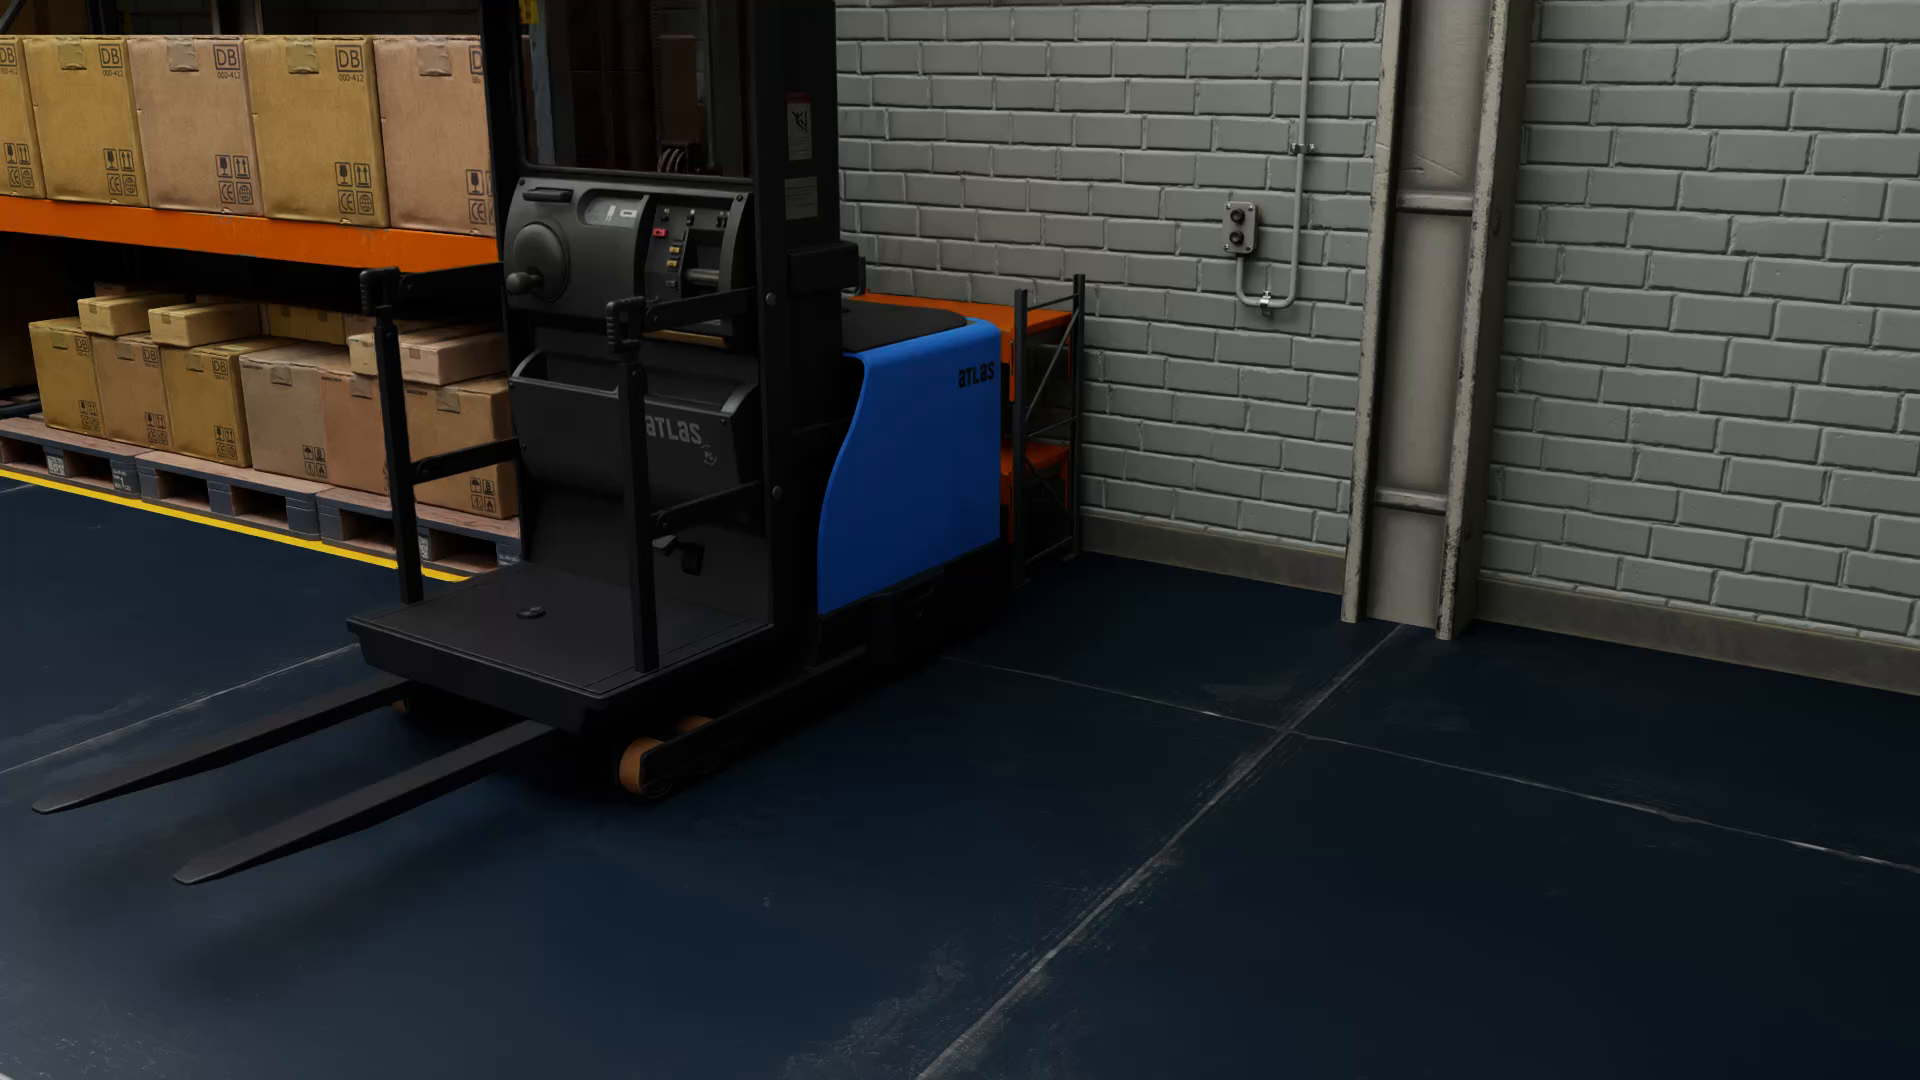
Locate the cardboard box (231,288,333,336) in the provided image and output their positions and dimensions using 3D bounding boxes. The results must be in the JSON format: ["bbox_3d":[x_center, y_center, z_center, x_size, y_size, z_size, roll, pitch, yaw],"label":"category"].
[{"bbox_3d":[-3.101,-1.050,7.638,0.250,0.149,0.380,10,20,31],"label":"cardboard box"}]

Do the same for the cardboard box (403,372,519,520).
[{"bbox_3d":[-1.795,-0.439,6.743,0.500,0.500,0.700,10,20,30],"label":"cardboard box"}]

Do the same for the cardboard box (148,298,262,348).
[{"bbox_3d":[-3.330,-0.960,7.343,0.250,0.149,0.380,9,19,28],"label":"cardboard box"}]

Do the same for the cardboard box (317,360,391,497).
[{"bbox_3d":[-2.222,-0.515,6.993,0.500,0.500,0.700,10,20,30],"label":"cardboard box"}]

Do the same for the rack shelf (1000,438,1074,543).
[{"bbox_3d":[-0.098,-0.261,6.647,1.000,0.278,0.538,10,20,30],"label":"rack shelf"}]

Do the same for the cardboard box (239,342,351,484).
[{"bbox_3d":[-2.651,-0.591,7.244,0.500,0.500,0.700,9,19,28],"label":"cardboard box"}]

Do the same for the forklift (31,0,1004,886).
[{"bbox_3d":[-1.098,-0.852,4.645,1.130,2.935,3.031,11,20,33],"label":"forklift"}]

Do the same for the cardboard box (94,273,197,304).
[{"bbox_3d":[-3.991,-1.208,8.159,0.250,0.149,0.380,10,20,30],"label":"cardboard box"}]

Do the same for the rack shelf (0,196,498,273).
[{"bbox_3d":[-2.851,-1.312,7.277,4.000,0.370,1.077,10,20,30],"label":"rack shelf"}]

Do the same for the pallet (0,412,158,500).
[{"bbox_3d":[-3.948,-0.491,8.135,1.213,0.211,1.003,10,20,30],"label":"pallet"}]

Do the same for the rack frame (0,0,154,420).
[{"bbox_3d":[-4.555,-1.960,8.174,0.127,3.000,1.000,10,20,30],"label":"rack frame"}]

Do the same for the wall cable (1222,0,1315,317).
[{"bbox_3d":[0.439,-1.878,6.154,1.851,1.984,0.084,10,20,30],"label":"wall cable"}]

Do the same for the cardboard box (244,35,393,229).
[{"bbox_3d":[-2.212,-1.679,6.730,0.700,0.700,0.980,10,20,30],"label":"cardboard box"}]

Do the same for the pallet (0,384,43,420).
[{"bbox_3d":[-5.252,-0.725,8.905,1.213,0.211,1.003,10,20,30],"label":"pallet"}]

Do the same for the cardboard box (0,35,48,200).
[{"bbox_3d":[-4.101,-2.017,7.846,0.700,0.700,0.980,10,20,31],"label":"cardboard box"}]

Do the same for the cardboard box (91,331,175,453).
[{"bbox_3d":[-3.545,-0.749,7.764,0.500,0.500,0.700,10,20,30],"label":"cardboard box"}]

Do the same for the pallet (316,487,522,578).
[{"bbox_3d":[-1.869,-0.120,6.913,1.213,0.211,1.003,10,20,30],"label":"pallet"}]

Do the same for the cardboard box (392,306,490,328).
[{"bbox_3d":[-2.229,-0.895,7.128,0.250,0.149,0.380,10,20,31],"label":"cardboard box"}]

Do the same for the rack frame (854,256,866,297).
[{"bbox_3d":[-0.532,-0.572,6.829,0.032,1.125,0.500,10,20,30],"label":"rack frame"}]

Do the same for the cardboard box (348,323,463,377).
[{"bbox_3d":[-2.218,-0.762,6.691,0.250,0.149,0.380,11,20,32],"label":"cardboard box"}]

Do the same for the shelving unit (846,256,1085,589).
[{"bbox_3d":[-0.098,-0.495,6.576,1.048,1.125,0.538,10,20,30],"label":"shelving unit"}]

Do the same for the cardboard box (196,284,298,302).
[{"bbox_3d":[-3.316,-1.088,7.765,0.250,0.149,0.380,9,19,28],"label":"cardboard box"}]

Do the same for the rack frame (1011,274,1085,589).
[{"bbox_3d":[0.337,-0.419,6.324,0.032,1.125,0.500,10,20,30],"label":"rack frame"}]

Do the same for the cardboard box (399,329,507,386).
[{"bbox_3d":[-2.000,-0.723,6.564,0.250,0.149,0.380,10,19,29],"label":"cardboard box"}]

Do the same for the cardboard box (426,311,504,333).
[{"bbox_3d":[-2.016,-0.856,7.002,0.250,0.149,0.380,10,20,30],"label":"cardboard box"}]

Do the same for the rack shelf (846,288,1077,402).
[{"bbox_3d":[-0.098,-0.775,6.491,1.000,0.278,0.538,10,20,30],"label":"rack shelf"}]

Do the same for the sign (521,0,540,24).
[{"bbox_3d":[-1.442,-1.887,5.533,0.005,0.325,0.100,10,20,30],"label":"sign"}]

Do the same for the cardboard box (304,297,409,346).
[{"bbox_3d":[-2.666,-0.972,7.382,0.250,0.149,0.380,10,20,31],"label":"cardboard box"}]

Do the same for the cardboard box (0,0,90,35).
[{"bbox_3d":[-4.811,-2.654,8.447,0.500,0.250,0.500,11,20,32],"label":"cardboard box"}]

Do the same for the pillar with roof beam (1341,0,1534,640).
[{"bbox_3d":[-0.646,-2.960,1.143,0.400,9.000,9.100,10,20,30],"label":"pillar with roof beam"}]

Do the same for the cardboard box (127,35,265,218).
[{"bbox_3d":[-2.857,-1.797,7.120,0.700,0.700,0.980,9,19,27],"label":"cardboard box"}]

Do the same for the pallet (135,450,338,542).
[{"bbox_3d":[-2.904,-0.306,7.525,1.213,0.211,1.003,10,20,30],"label":"pallet"}]

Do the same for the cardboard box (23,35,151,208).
[{"bbox_3d":[-3.482,-1.905,7.476,0.700,0.700,0.980,10,19,29],"label":"cardboard box"}]

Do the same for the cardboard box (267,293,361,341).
[{"bbox_3d":[-2.881,-1.011,7.509,0.250,0.149,0.380,10,19,29],"label":"cardboard box"}]

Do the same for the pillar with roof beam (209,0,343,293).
[{"bbox_3d":[-5.759,-3.873,4.147,0.400,9.000,9.100,10,20,30],"label":"pillar with roof beam"}]

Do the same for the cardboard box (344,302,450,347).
[{"bbox_3d":[-2.447,-0.933,7.254,0.250,0.149,0.380,10,20,31],"label":"cardboard box"}]

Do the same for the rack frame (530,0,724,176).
[{"bbox_3d":[-1.147,-1.352,6.171,0.127,3.000,1.000,10,20,30],"label":"rack frame"}]

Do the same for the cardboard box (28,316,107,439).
[{"bbox_3d":[-3.972,-0.826,8.019,0.500,0.500,0.700,10,20,31],"label":"cardboard box"}]

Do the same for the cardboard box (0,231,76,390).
[{"bbox_3d":[-5.177,-1.200,8.645,0.750,0.750,0.750,10,20,31],"label":"cardboard box"}]

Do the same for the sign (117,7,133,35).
[{"bbox_3d":[-4.266,-2.550,8.490,0.005,0.325,0.100,10,20,30],"label":"sign"}]

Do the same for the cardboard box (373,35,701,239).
[{"bbox_3d":[-1.586,-1.571,6.375,0.700,0.700,0.980,11,20,33],"label":"cardboard box"}]

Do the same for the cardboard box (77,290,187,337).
[{"bbox_3d":[-3.775,-1.039,7.604,0.250,0.149,0.380,11,20,32],"label":"cardboard box"}]

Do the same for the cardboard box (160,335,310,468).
[{"bbox_3d":[-3.109,-0.670,7.505,0.500,0.500,0.700,11,20,31],"label":"cardboard box"}]
